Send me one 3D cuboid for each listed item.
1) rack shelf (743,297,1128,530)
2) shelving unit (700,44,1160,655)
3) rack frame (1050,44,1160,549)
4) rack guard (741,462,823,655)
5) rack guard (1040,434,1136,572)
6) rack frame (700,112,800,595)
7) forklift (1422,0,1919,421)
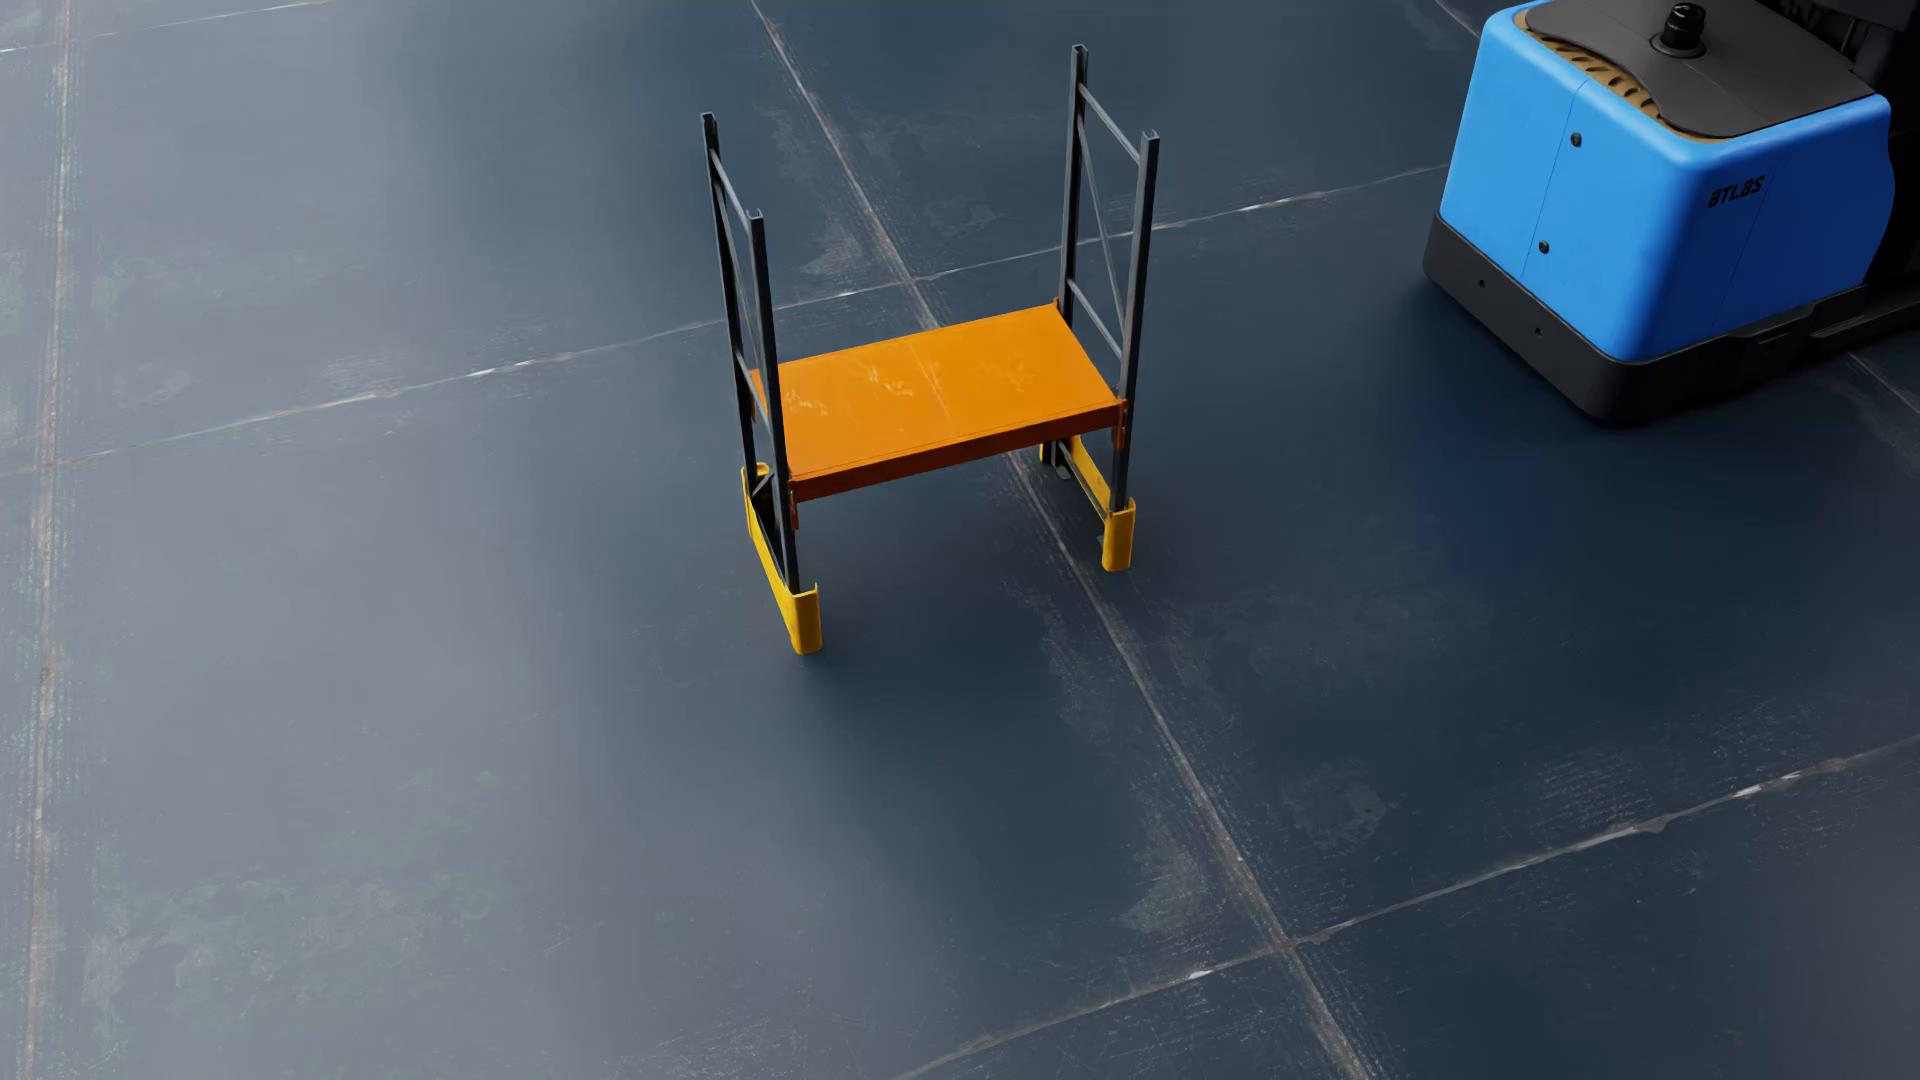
[{"bbox_3d":[-0.080,-0.382,4.826,1.000,0.185,0.538,-14,47,-14],"label":"rack shelf"},{"bbox_3d":[-0.072,-0.511,4.701,1.083,1.500,0.587,-14,47,-14],"label":"shelving unit"},{"bbox_3d":[0.398,-0.631,4.820,0.032,1.500,0.500,-14,47,-14],"label":"rack frame"},{"bbox_3d":[-0.540,0.050,5.024,0.087,0.250,0.587,-14,47,-14],"label":"rack guard"},{"bbox_3d":[0.397,-0.190,5.263,0.087,0.250,0.587,-14,47,-14],"label":"rack guard"},{"bbox_3d":[-0.558,-0.387,4.576,0.032,1.500,0.500,-14,47,-14],"label":"rack frame"},{"bbox_3d":[3.267,-2.157,5.330,3.031,2.935,1.130,-19,48,-18],"label":"forklift"}]
